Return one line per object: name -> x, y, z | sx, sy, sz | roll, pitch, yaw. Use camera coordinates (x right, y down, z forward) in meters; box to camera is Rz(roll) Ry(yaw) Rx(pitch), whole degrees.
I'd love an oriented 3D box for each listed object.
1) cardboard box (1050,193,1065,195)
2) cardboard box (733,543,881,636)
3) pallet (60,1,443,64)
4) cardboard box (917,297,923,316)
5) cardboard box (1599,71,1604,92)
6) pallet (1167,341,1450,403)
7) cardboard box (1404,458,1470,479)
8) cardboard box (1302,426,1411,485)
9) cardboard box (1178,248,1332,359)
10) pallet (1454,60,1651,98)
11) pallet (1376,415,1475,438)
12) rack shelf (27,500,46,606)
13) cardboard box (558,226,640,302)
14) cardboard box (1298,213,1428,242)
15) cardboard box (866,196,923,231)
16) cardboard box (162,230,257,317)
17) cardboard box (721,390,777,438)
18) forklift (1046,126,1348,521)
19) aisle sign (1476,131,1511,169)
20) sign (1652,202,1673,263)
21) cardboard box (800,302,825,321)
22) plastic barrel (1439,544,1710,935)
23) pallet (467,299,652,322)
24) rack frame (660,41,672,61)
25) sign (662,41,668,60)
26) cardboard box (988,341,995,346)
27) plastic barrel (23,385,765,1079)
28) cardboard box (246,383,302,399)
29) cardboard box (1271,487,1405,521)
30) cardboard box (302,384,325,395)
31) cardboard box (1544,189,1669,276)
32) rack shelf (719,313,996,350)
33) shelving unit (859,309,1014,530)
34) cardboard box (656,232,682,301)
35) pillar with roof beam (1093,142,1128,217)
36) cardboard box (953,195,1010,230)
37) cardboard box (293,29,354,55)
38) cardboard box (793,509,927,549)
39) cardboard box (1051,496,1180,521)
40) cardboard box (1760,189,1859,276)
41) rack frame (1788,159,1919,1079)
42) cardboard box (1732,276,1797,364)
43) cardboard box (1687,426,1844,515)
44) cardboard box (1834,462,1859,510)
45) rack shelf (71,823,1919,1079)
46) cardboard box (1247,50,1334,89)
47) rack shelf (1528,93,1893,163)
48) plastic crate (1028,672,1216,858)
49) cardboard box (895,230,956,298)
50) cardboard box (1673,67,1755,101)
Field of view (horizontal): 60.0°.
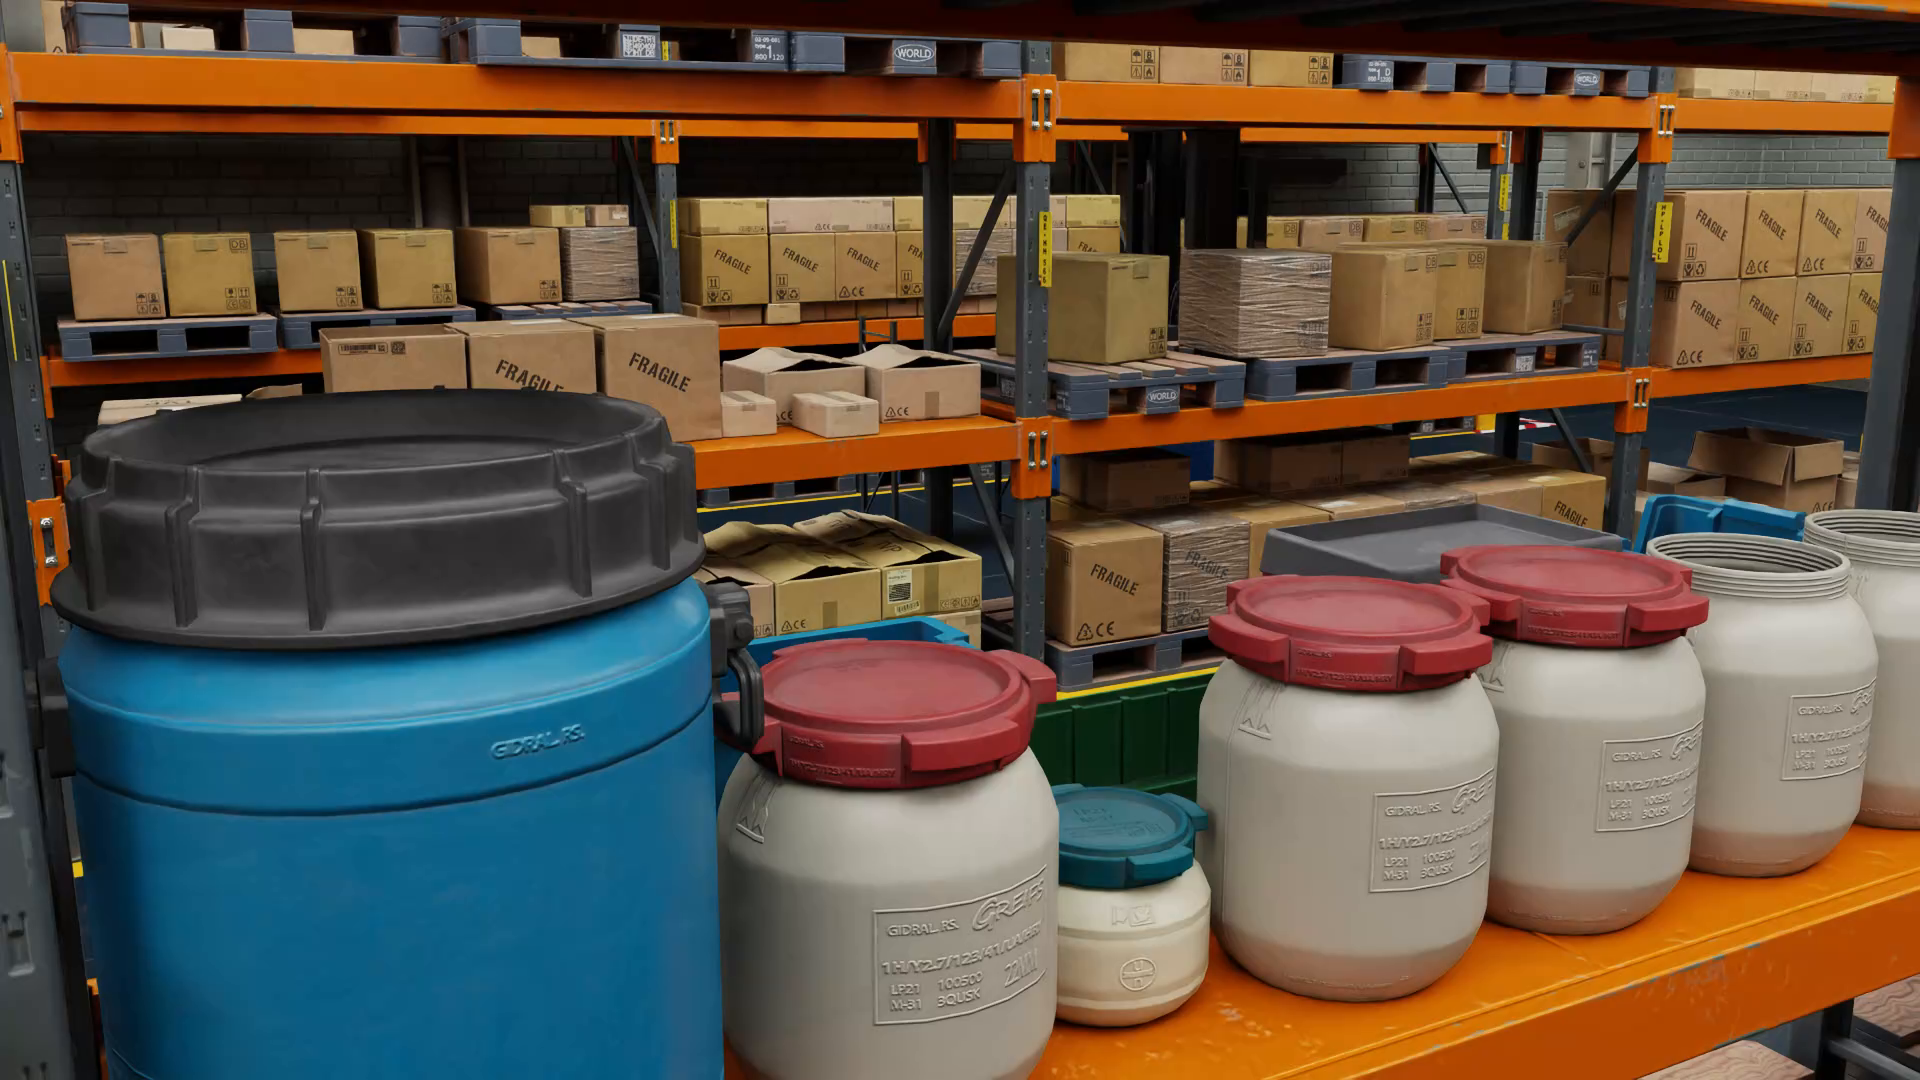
cardboard box -> 0.713, -2.770, 13.928 | 0.500, 0.250, 0.500 | -6, 14, -26
cardboard box -> -0.687, 0.198, 7.428 | 0.500, 0.311, 0.500 | -7, 14, -29
pallet -> -2.636, -1.868, 6.183 | 1.217, 0.209, 0.805 | -8, 15, -30
cardboard box -> -0.294, -1.845, 13.002 | 0.250, 0.149, 0.380 | -6, 14, -26
cardboard box -> 3.918, -2.737, 9.950 | 0.500, 0.250, 0.500 | -7, 14, -28
pallet -> 1.812, -0.936, 8.872 | 1.213, 0.211, 1.003 | -7, 14, -28
cardboard box -> 2.614, -0.178, 9.757 | 0.500, 0.500, 0.500 | -7, 14, -27
cardboard box -> 2.199, -0.496, 9.467 | 0.500, 0.250, 0.500 | -7, 14, -28
cardboard box -> 1.500, -1.225, 8.536 | 0.500, 0.500, 0.700 | -4, 13, -17
pallet -> 3.012, -2.561, 9.254 | 1.003, 0.211, 1.213 | -7, 14, -28
pallet -> 4.088, -1.160, 15.783 | 1.213, 0.211, 1.003 | -7, 14, -28
rack shelf -> -5.159, 0.158, 5.212 | 4.000, 0.370, 1.077 | -7, 14, -28
cardboard box -> -2.677, -1.990, 11.890 | 0.500, 0.500, 0.700 | -9, 15, -34
cardboard box -> 3.676, -2.632, 15.288 | 0.700, 0.700, 0.980 | -7, 14, -28
cardboard box -> -0.394, -2.511, 12.774 | 0.500, 0.250, 0.500 | -7, 15, -29
cardboard box -> -4.823, -1.725, 10.713 | 0.500, 0.500, 0.700 | -5, 14, -22
cardboard box -> -0.985, -0.556, 7.321 | 0.250, 0.149, 0.380 | -6, 14, -24
forklift -> 1.973, -1.626, 11.657 | 3.031, 2.935, 1.130 | -6, 14, -25
aisle sign -> 4.959, -3.838, 15.409 | 0.004, 0.787, 0.394 | -7, 14, -28
sign -> 3.887, -1.703, 9.207 | 0.005, 0.325, 0.100 | -7, 14, -28
cardboard box -> -1.209, -1.742, 12.544 | 0.250, 0.149, 0.380 | -7, 14, -28
plastic barrel -> 0.935, 0.305, 2.614 | 0.433, 0.535, 0.433 | 0, 13, 0
pallet -> -2.844, -1.589, 11.775 | 1.003, 0.211, 1.213 | -7, 14, -28
rack frame -> -2.269, -4.705, 11.519 | 0.127, 3.000, 1.000 | -7, 14, -28
sign -> -2.011, -3.389, 11.326 | 0.005, 0.325, 0.100 | -7, 14, -28
cardboard box -> 0.733, -1.262, 13.823 | 0.750, 0.750, 0.750 | -7, 14, -27
plastic barrel -> -0.549, 0.325, 1.691 | 0.708, 0.901, 0.600 | -7, 14, -28
cardboard box -> -2.720, -0.465, 6.651 | 0.258, 0.266, 0.396 | -7, 15, -29
cardboard box -> 1.999, 0.024, 8.860 | 0.500, 0.500, 0.500 | -7, 15, -30
cardboard box -> -4.302, -0.901, 11.266 | 0.500, 0.250, 0.500 | -7, 15, -29
cardboard box -> 3.938, -1.884, 10.145 | 0.500, 0.500, 0.500 | -7, 14, -28
rack shelf -> -0.514, -1.637, 13.192 | 4.000, 0.370, 1.077 | -7, 14, -28
shelving unit -> -0.075, -0.723, 10.905 | 1.048, 1.500, 0.538 | -7, 14, -28
cardboard box -> -1.981, -2.082, 12.579 | 0.500, 0.500, 0.500 | -7, 14, -28
pillar with roof beam -> 3.504, -4.536, 10.771 | 0.400, 9.000, 9.100 | -7, 14, -28
cardboard box -> 0.053, -2.564, 13.013 | 0.500, 0.250, 0.500 | -7, 14, -27
cardboard box -> -4.180, -3.246, 10.685 | 0.500, 0.500, 0.500 | -7, 15, -30
cardboard box -> -0.493, 0.038, 8.139 | 0.500, 0.311, 0.500 | -6, 14, -26
cardboard box -> 0.816, 0.037, 8.802 | 0.500, 0.500, 0.500 | -6, 14, -26
cardboard box -> 5.071, -1.885, 10.148 | 0.500, 0.500, 0.500 | -7, 15, -30
rack frame -> 2.479, 0.132, 3.692 | 0.053, 2.616, 0.949 | -7, 14, -28
cardboard box -> 4.644, -1.349, 10.044 | 0.500, 0.500, 0.500 | -7, 14, -27
cardboard box -> 5.265, -0.440, 10.916 | 0.637, 0.503, 0.797 | -7, 14, -28
cardboard box -> 5.922, -0.340, 11.048 | 0.500, 0.250, 0.500 | -7, 14, -28
rack shelf -> 0.722, 0.693, 2.839 | 4.000, 0.370, 1.077 | -7, 14, -28
cardboard box -> 1.378, -2.497, 8.312 | 0.500, 0.500, 0.910 | -7, 14, -28
rack shelf -> 5.374, -2.567, 10.492 | 4.000, 0.370, 1.077 | -7, 14, -28
plastic crate -> 0.360, 0.418, 2.904 | 0.662, 0.188, 0.450 | -7, 14, -28
cardboard box -> -0.367, -2.145, 12.858 | 0.500, 0.500, 0.500 | -6, 14, -26
cardboard box -> 4.164, -2.638, 9.510 | 0.500, 0.250, 0.500 | -7, 14, -28
